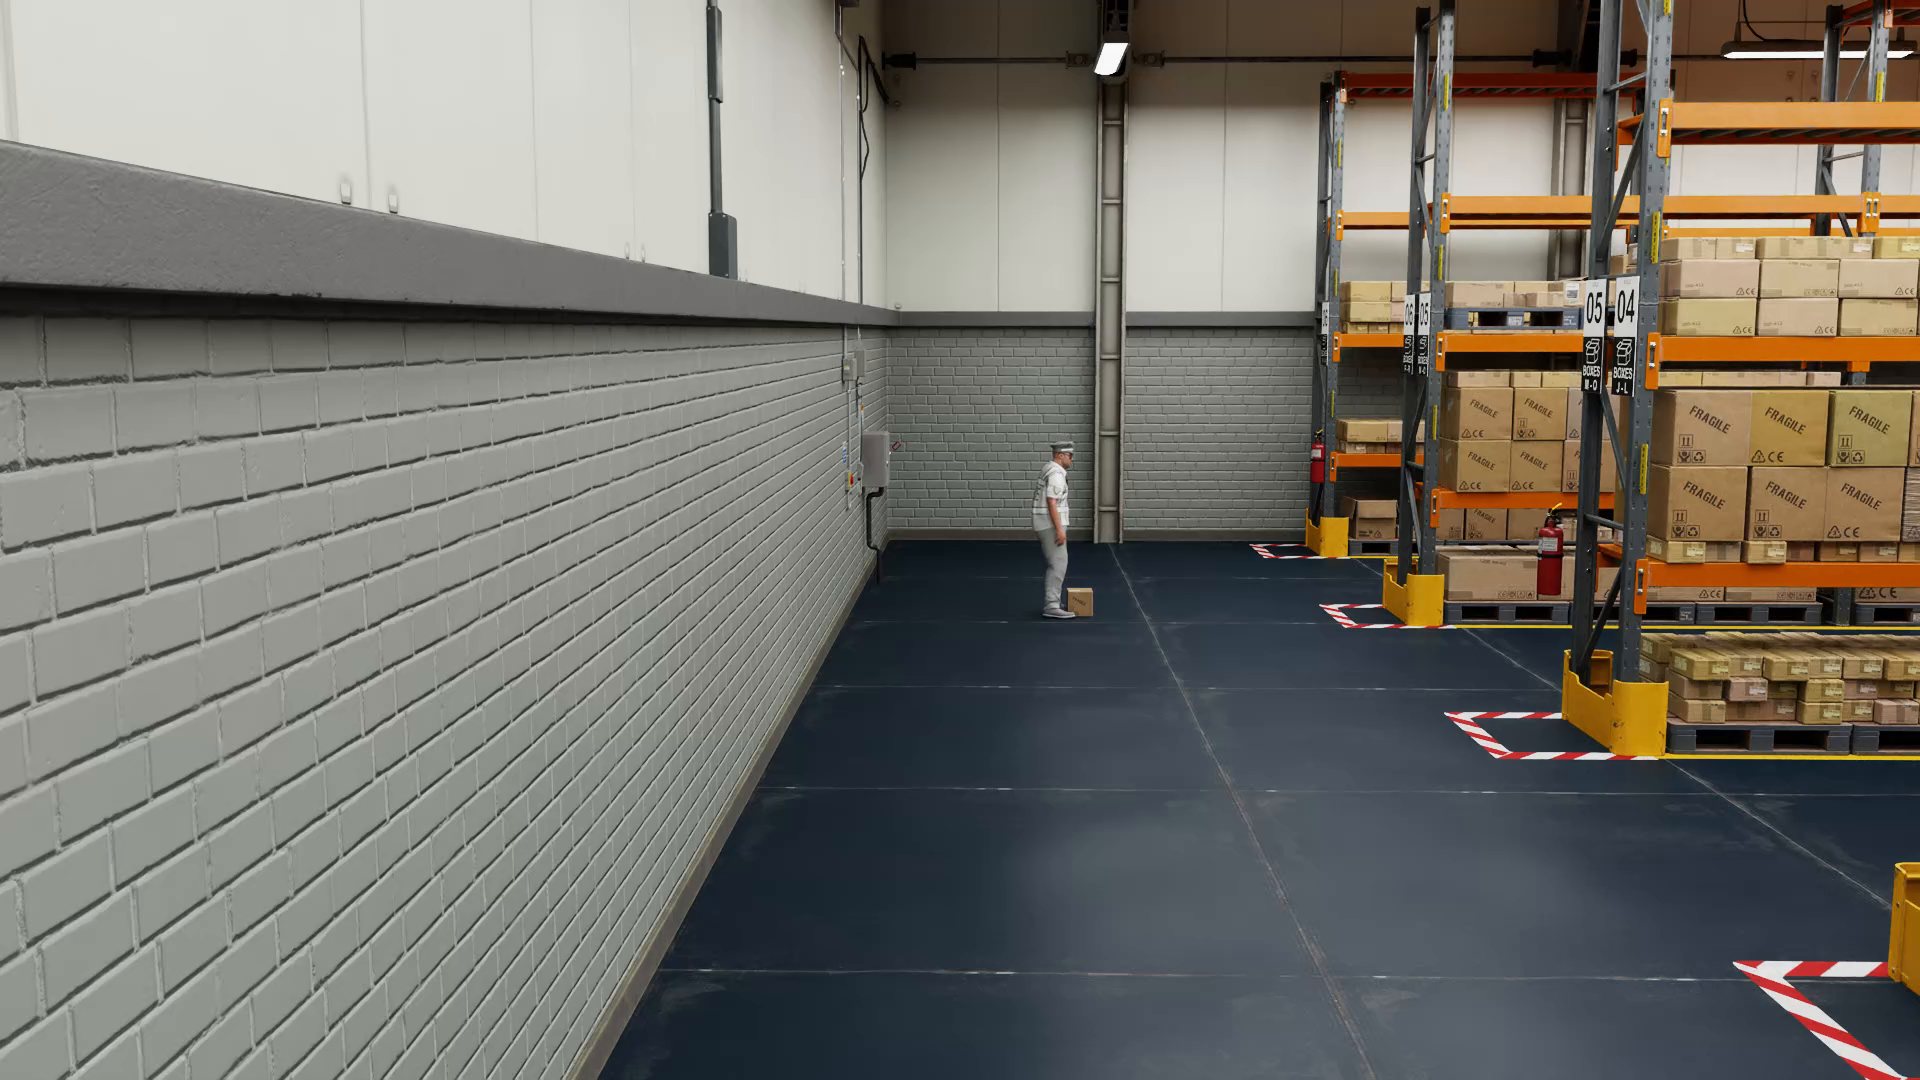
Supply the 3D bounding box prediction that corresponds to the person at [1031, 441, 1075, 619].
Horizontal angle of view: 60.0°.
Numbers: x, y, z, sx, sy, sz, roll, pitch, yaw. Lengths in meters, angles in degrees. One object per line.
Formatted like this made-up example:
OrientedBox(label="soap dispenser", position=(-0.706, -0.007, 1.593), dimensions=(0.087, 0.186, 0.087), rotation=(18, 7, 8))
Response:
OrientedBox(label="person", position=(0.952, -0.118, 16.675), dimensions=(0.467, 1.748, 0.594), rotation=(0, 7, 0))
